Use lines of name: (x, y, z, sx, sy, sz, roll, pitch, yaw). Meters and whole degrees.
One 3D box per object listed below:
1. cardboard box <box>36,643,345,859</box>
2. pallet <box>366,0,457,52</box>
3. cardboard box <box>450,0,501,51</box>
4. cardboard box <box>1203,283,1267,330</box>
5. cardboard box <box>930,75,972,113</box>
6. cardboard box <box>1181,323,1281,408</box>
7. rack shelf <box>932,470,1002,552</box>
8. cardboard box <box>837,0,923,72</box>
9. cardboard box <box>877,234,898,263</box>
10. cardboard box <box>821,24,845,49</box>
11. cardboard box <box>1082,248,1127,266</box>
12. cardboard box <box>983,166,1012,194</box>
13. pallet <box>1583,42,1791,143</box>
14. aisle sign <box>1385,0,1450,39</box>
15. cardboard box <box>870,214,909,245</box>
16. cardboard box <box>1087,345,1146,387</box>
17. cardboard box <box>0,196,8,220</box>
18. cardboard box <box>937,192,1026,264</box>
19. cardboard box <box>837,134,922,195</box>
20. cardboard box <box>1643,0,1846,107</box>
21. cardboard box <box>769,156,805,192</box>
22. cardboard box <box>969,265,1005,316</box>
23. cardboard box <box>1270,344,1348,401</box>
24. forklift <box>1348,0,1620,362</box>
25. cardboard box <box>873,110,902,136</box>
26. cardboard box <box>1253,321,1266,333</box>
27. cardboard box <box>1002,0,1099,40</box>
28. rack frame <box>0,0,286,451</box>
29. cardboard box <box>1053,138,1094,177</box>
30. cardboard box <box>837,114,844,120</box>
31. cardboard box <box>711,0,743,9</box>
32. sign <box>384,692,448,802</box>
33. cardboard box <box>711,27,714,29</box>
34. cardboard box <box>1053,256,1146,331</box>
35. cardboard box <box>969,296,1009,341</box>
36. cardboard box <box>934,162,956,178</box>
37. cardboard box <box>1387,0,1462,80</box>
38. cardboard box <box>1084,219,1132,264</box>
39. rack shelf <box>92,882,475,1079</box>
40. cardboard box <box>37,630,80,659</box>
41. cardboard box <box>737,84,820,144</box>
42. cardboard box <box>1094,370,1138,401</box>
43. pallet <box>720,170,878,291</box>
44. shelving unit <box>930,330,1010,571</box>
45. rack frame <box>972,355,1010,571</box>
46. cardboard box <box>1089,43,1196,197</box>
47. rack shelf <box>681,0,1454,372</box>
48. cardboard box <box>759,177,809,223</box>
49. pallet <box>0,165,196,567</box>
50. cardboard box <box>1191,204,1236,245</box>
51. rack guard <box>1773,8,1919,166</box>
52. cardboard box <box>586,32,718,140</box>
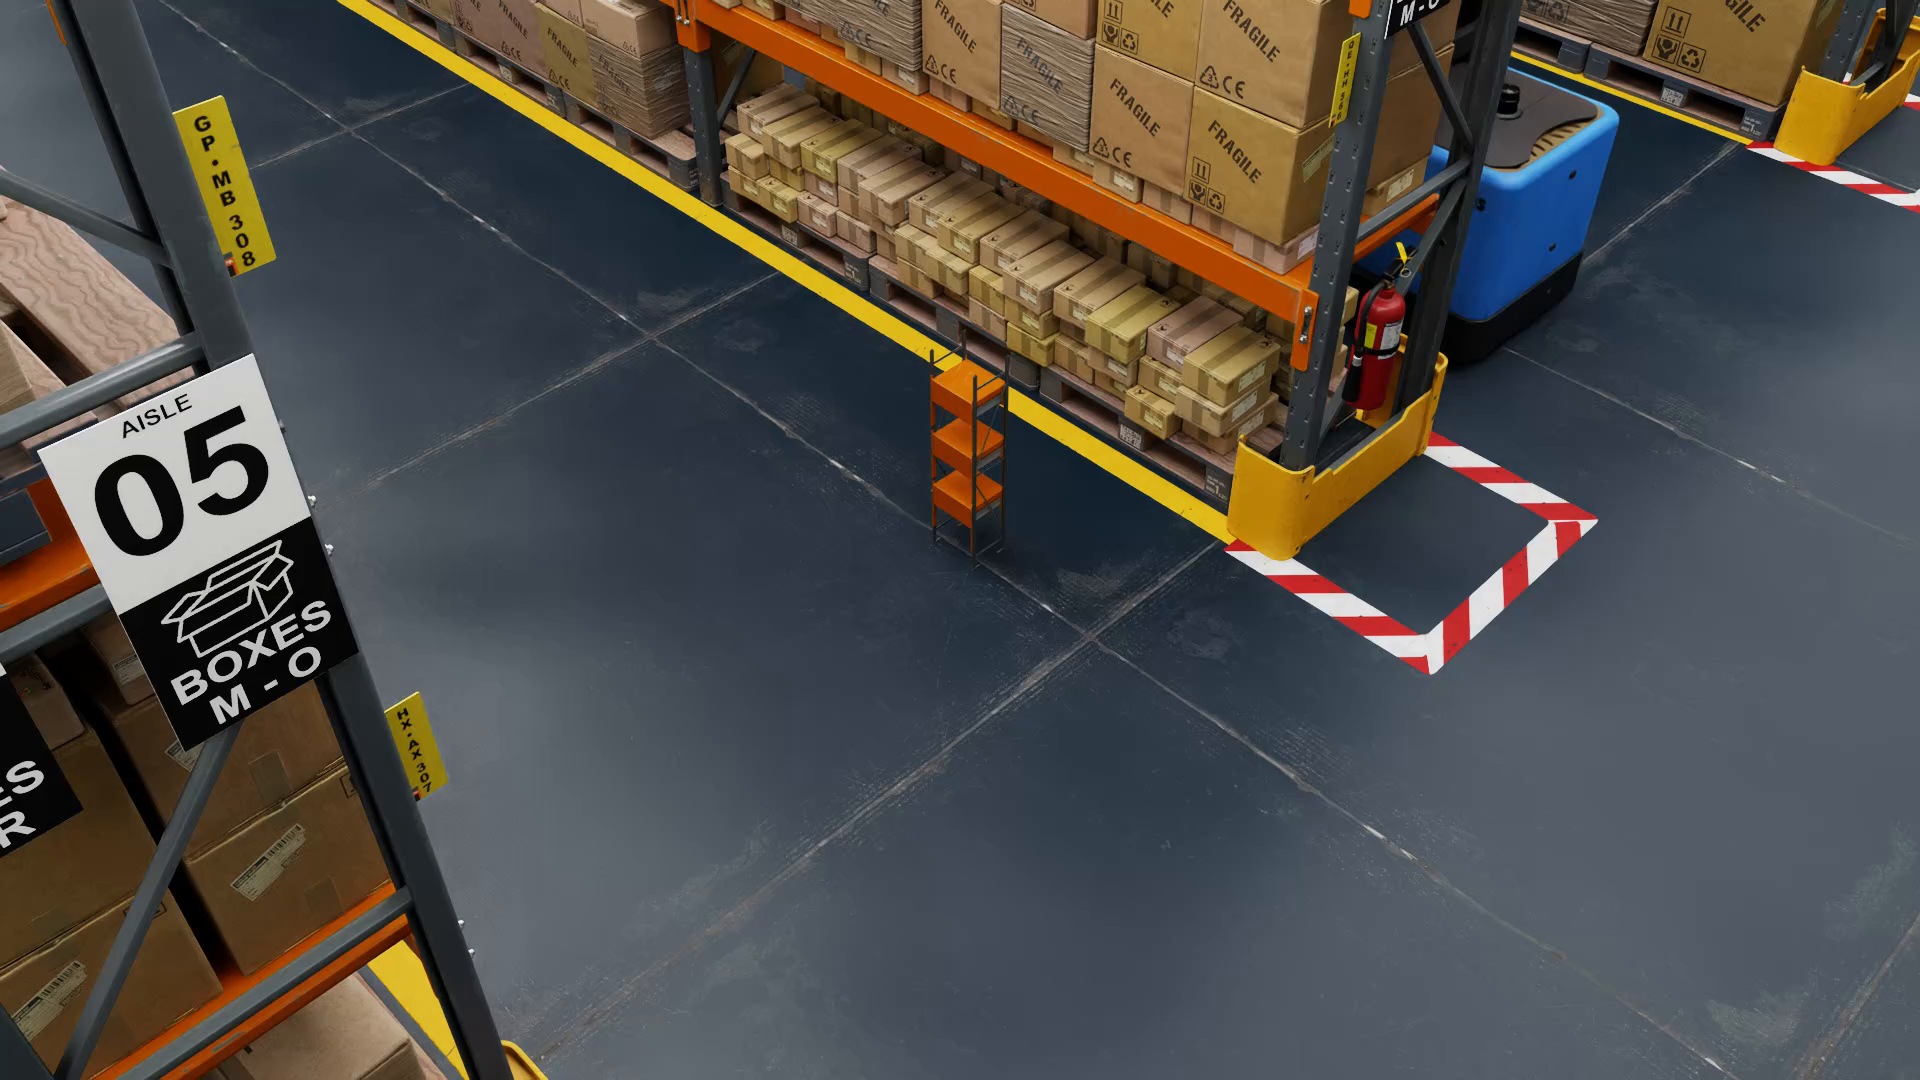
cardboard box: (-1.821, 0.333, 3.987, 0.500, 0.500, 0.500, 33, 52, 31)
pallet: (-3.349, -3.761, 11.282, 1.003, 0.211, 1.213, -34, 53, -31)
cardboard box: (-2.857, -3.451, 10.424, 0.500, 0.500, 0.500, 33, 52, 30)
cardboard box: (1.341, -1.132, 7.735, 0.380, 0.149, 0.250, -33, 52, -31)
cardboard box: (0.080, -2.138, 7.656, 0.380, 0.149, 0.250, -32, 52, -30)
cardboard box: (1.197, -0.776, 7.349, 0.380, 0.149, 0.250, -33, 52, -31)
rack shelf: (0.038, -0.148, 7.179, 0.215, 0.259, 0.240, -34, 53, -31)
cardboard box: (-0.219, -2.533, 7.605, 0.500, 0.500, 0.500, 33, 52, 31)
cardboard box: (-0.215, -1.584, 8.663, 0.250, 0.149, 0.380, 32, 51, 30)
cardboard box: (-0.458, -2.529, 8.079, 0.250, 0.149, 0.380, 32, 51, 30)
cardboard box: (0.814, -1.399, 8.244, 0.250, 0.149, 0.380, 32, 51, 30)
cardboard box: (0.334, -1.927, 8.595, 0.250, 0.149, 0.380, 32, 52, 30)
pallet: (4.713, -2.968, 10.424, 1.003, 0.211, 1.213, -34, 53, -31)
aisle sign: (1.589, -2.093, 5.507, 0.394, 0.787, 0.004, -34, 53, -31)
cardboard box: (-0.239, -1.675, 8.542, 0.380, 0.149, 0.250, -32, 51, -30)
cardboard box: (0.807, -0.899, 7.702, 0.250, 0.149, 0.380, 32, 52, 30)
cardboard box: (-2.289, -0.730, 3.538, 0.380, 0.149, 0.250, -32, 52, -30)
cardboard box: (0.107, -1.537, 8.173, 0.380, 0.149, 0.250, -34, 52, -31)
cardboard box: (-0.412, -1.927, 8.595, 0.250, 0.149, 0.380, 33, 52, 30)
cardboard box: (4.825, -3.289, 9.972, 0.875, 0.875, 0.875, -34, 53, -31)
cardboard box: (-0.803, -2.049, 8.947, 0.380, 0.149, 0.250, -34, 52, -31)
cardboard box: (0.264, -1.274, 8.108, 0.380, 0.149, 0.250, -31, 51, -29)
cardboard box: (1.607, -0.829, 7.846, 0.380, 0.149, 0.250, -33, 52, -31)
forklift: (1.825, -2.858, 8.301, 1.130, 2.935, 3.031, -33, 52, -31)
cardboard box: (-0.250, -2.299, 8.998, 0.250, 0.149, 0.380, 34, 52, 31)
cardboard box: (1.408, -1.067, 7.884, 0.250, 0.149, 0.380, 34, 52, 31)
cardboard box: (0.519, -2.420, 6.746, 0.500, 0.500, 0.500, -31, 51, -29)
rack frame: (-1.683, -1.099, 1.927, 1.000, 3.000, 0.127, -34, 53, -31)
cardboard box: (0.621, -1.749, 7.235, 0.250, 0.149, 0.380, 32, 51, 30)
cardboard box: (-0.627, -2.457, 9.388, 0.380, 0.149, 0.250, -33, 52, -31)
cardboard box: (-1.106, -2.854, 8.431, 0.380, 0.149, 0.250, -32, 52, -30)
sign: (-1.286, 0.494, 3.927, 0.100, 0.325, 0.005, -34, 53, -31)
cardboard box: (-1.410, -3.232, 9.635, 0.500, 0.250, 0.500, 32, 51, 30)
cardboard box: (0.649, -1.142, 7.746, 0.250, 0.149, 0.380, 32, 52, 30)
cardboard box: (0.265, -1.166, 8.211, 0.380, 0.149, 0.250, -33, 52, -31)
cardboard box: (0.076, -1.932, 8.820, 0.380, 0.149, 0.250, -33, 52, -30)
cardboard box: (1.621, -2.173, 6.479, 0.500, 0.500, 0.500, 34, 52, 31)
cardboard box: (0.831, -1.532, 8.168, 0.380, 0.149, 0.250, -32, 51, -30)
rack shelf: (-3.096, 0.407, 5.247, 1.077, 0.370, 4.000, -34, 53, -31)
cardboard box: (-1.973, 0.067, 3.797, 0.380, 0.149, 0.250, -33, 52, -30)
cardboard box: (-0.978, -2.300, 8.999, 0.380, 0.149, 0.250, -32, 51, -30)
cardboard box: (0.852, -0.820, 7.836, 0.250, 0.149, 0.380, 34, 52, 31)
pallet: (-0.575, -1.909, 9.278, 1.003, 0.211, 1.213, -34, 53, -31)
shelving unit: (0.038, -0.360, 6.983, 0.215, 1.050, 0.252, -34, 53, -31)
rack frame: (0.124, -0.301, 6.920, 0.200, 1.050, 0.008, -34, 53, -31)
cardboard box: (0.890, -1.806, 6.818, 0.500, 0.500, 0.500, 33, 52, 31)
rack shelf: (0.338, -2.014, 7.867, 1.077, 0.370, 4.000, -34, 53, -31)
cardboard box: (-0.857, -1.889, 8.993, 0.380, 0.149, 0.250, -33, 52, -30)
pallet: (-2.215, -0.317, 3.355, 1.003, 0.211, 1.213, -34, 53, -31)
cardboard box: (1.171, -1.383, 6.839, 0.250, 0.149, 0.380, 34, 53, 31)
rack guard: (5.350, -2.716, 9.938, 1.175, 0.500, 0.348, -34, 53, -31)
cardboard box: (-1.776, -2.710, 9.622, 0.500, 0.500, 0.500, 33, 52, 31)
